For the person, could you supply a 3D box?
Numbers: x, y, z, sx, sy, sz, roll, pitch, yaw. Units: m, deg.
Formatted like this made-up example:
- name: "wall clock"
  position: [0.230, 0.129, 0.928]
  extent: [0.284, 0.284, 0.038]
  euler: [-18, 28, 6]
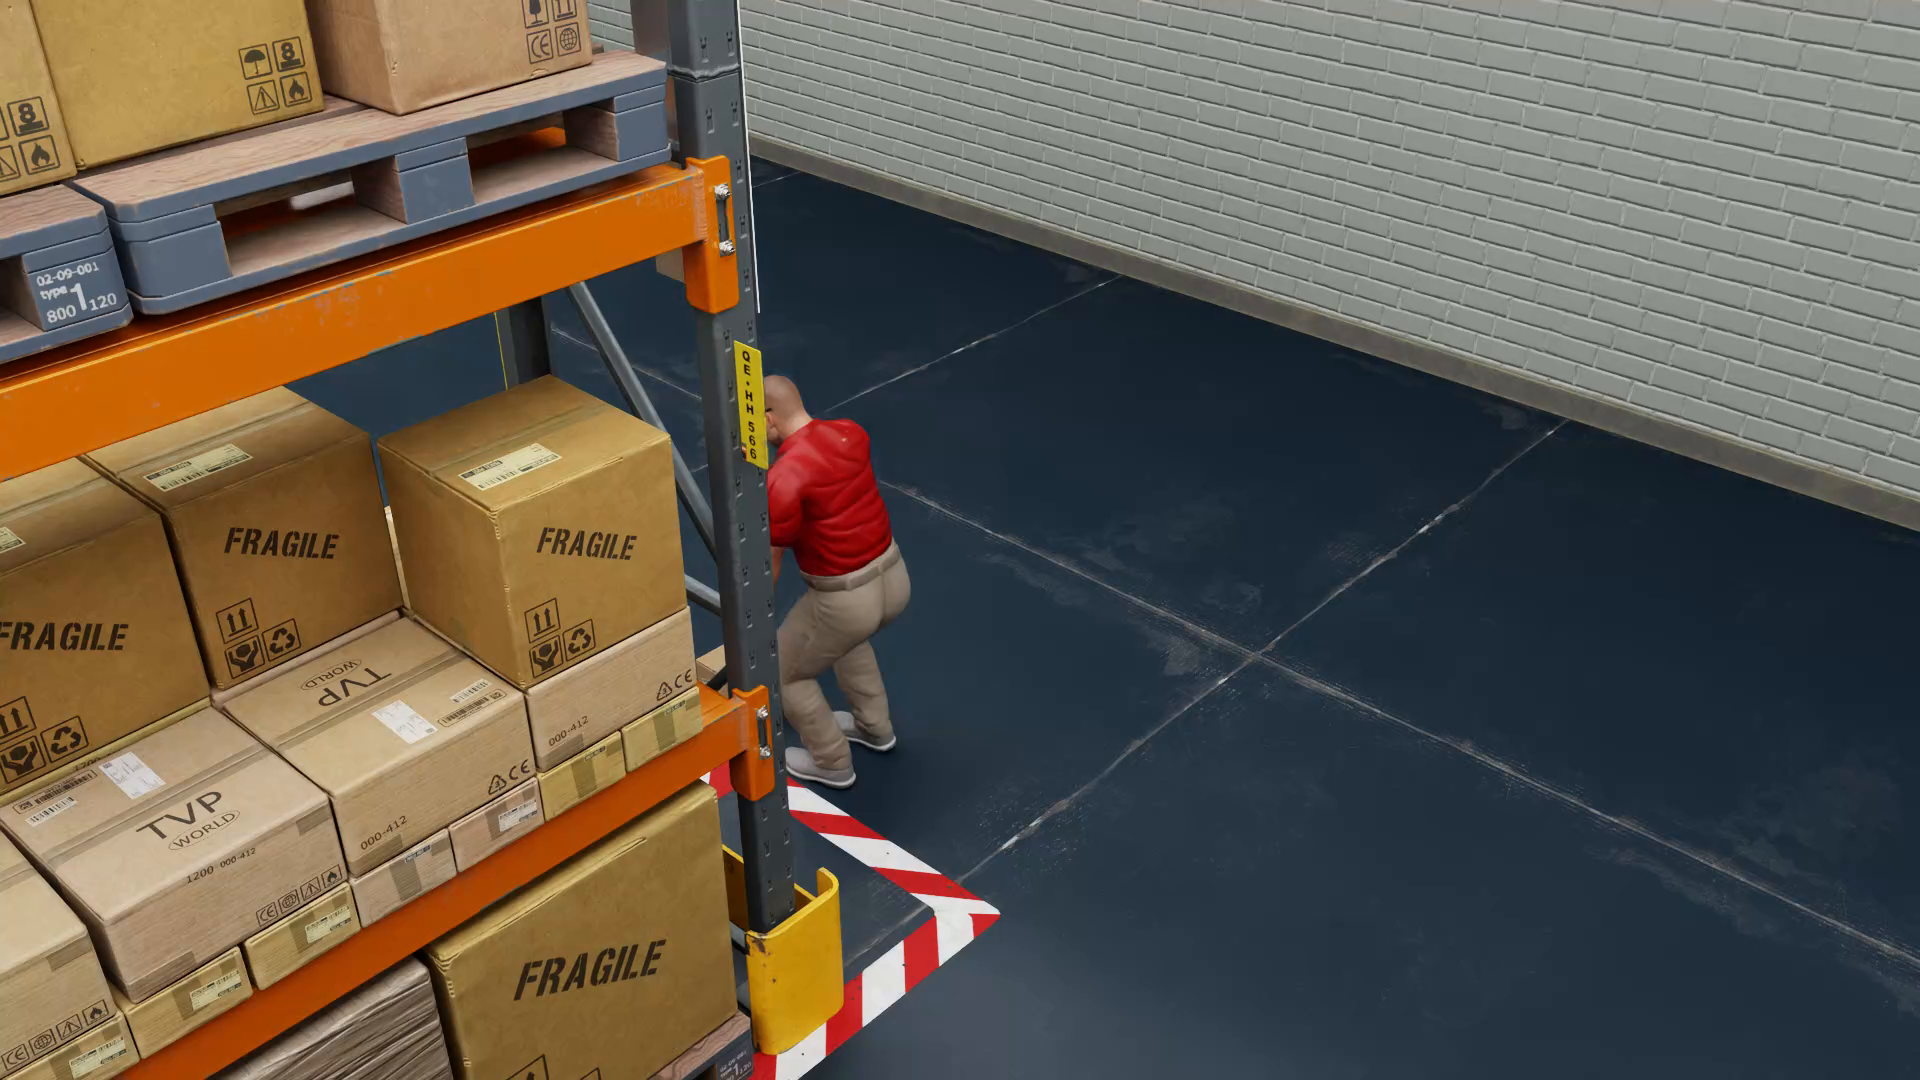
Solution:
- name: "person"
  position: [-0.488, 0.172, 6.014]
  extent: [0.550, 1.588, 0.578]
  euler: [21, 37, 30]
